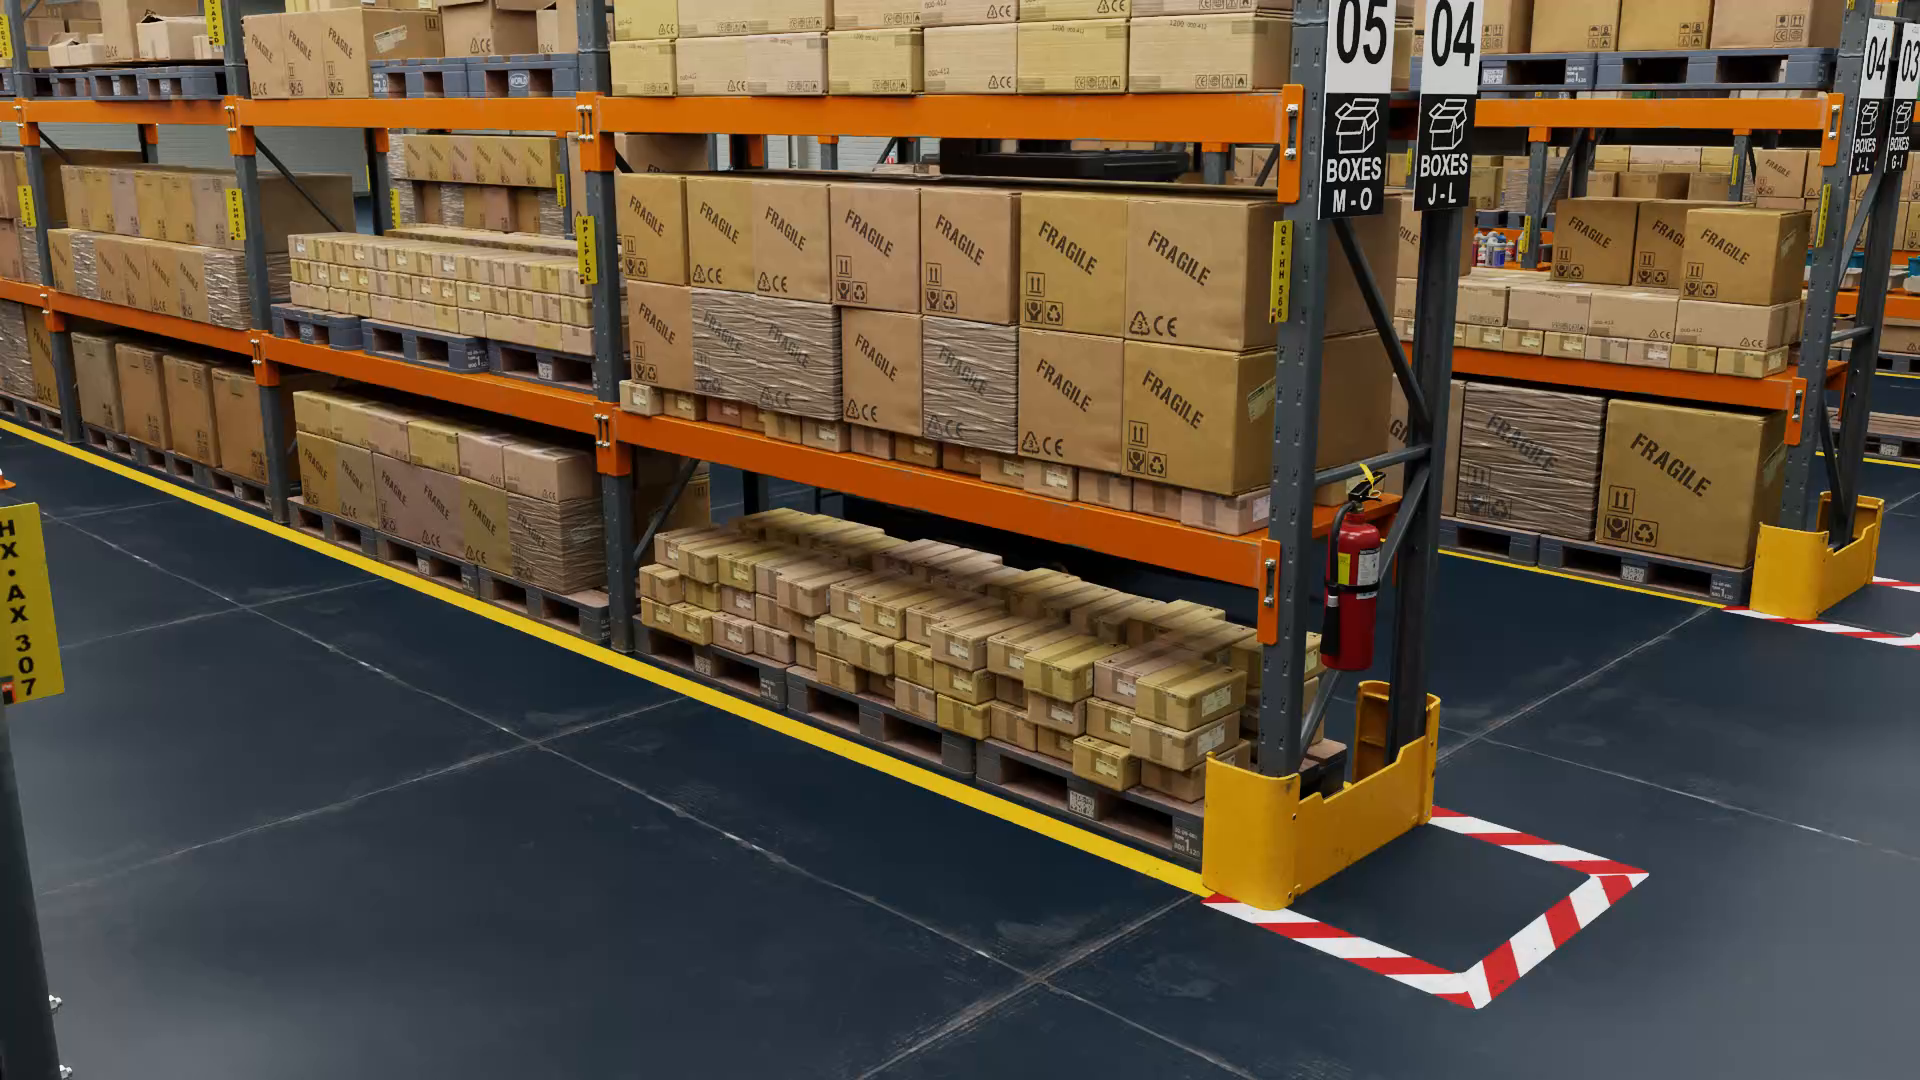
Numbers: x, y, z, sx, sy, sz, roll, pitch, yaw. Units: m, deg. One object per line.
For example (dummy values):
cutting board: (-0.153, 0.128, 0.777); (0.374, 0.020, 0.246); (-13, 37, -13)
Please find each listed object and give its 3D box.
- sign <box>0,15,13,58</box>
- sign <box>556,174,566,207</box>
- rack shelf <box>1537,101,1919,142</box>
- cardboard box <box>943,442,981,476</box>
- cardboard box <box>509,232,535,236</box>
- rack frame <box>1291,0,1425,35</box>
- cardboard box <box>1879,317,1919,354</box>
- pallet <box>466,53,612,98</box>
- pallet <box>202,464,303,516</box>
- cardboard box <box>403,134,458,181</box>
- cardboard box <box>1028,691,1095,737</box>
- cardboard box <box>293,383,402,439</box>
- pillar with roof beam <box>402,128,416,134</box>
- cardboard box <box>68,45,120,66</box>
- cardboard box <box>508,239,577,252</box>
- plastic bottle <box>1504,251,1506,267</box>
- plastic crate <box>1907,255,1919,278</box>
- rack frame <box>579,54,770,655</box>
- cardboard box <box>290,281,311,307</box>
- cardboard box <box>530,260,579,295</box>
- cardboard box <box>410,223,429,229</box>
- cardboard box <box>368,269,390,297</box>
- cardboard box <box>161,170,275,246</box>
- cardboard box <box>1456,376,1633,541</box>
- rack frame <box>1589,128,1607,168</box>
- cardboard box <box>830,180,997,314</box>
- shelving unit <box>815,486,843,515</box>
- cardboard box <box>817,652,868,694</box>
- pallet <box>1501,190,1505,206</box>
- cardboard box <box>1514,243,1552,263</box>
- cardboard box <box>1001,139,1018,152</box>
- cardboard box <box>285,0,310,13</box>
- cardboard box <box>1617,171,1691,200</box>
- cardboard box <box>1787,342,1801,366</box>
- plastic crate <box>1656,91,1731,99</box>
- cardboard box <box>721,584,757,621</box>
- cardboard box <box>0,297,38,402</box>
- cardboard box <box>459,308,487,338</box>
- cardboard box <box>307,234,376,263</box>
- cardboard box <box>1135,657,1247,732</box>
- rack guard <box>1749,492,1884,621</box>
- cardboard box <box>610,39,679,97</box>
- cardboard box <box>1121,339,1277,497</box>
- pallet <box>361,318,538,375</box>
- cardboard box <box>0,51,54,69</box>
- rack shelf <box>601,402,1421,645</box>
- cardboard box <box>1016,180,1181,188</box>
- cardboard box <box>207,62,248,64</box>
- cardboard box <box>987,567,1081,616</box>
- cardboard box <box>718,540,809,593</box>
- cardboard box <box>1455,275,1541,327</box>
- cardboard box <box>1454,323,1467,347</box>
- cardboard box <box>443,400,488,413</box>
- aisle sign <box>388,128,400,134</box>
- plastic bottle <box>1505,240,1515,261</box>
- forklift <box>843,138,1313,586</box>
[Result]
sign: (-7.580, -3.993, 13.175); (0.005, 0.325, 0.100); (14, 20, 42)
sign: (-4.052, -3.555, 16.911); (0.005, 0.325, 0.100); (14, 20, 42)
rack shelf: (6.956, -3.489, 13.850); (4.000, 0.370, 1.077); (14, 20, 42)
cardboard box: (0.145, -0.379, 6.937); (0.250, 0.149, 0.380); (13, 19, 40)
cardboard box: (-4.609, -3.223, 17.850); (0.250, 0.149, 0.380); (14, 20, 42)
rack frame: (1.442, -3.157, 5.200); (0.127, 3.000, 1.000); (14, 20, 42)
cardboard box: (10.313, -2.311, 17.930); (0.637, 0.503, 0.797); (14, 20, 42)
pallet: (-1.808, -2.442, 8.777); (1.003, 0.211, 1.213); (14, 20, 42)
pallet: (-4.832, -0.456, 12.263); (1.213, 0.211, 1.003); (14, 20, 42)
cardboard box: (-5.998, -4.378, 19.014); (0.500, 0.500, 0.500); (14, 20, 42)
cardboard box: (0.489, 0.648, 6.729); (0.250, 0.149, 0.380); (13, 19, 40)
cardboard box: (-3.988, -0.846, 10.865); (0.500, 0.250, 0.500); (13, 19, 40)
pillar with roof beam: (-19.726, -14.040, 46.969); (0.400, 9.000, 9.100); (14, 20, 42)
cardboard box: (-6.622, -3.709, 12.735); (0.380, 0.149, 0.250); (14, 20, 42)
cardboard box: (-2.530, -1.748, 10.178); (0.380, 0.149, 0.250); (-14, 20, -43)
plastic bottle: (5.081, -2.675, 15.645); (0.097, 0.201, 0.097); (0, 15, 0)
plastic crate: (7.972, -2.201, 13.645); (0.300, 0.233, 0.416); (14, 20, 42)
rack frame: (-1.437, -0.954, 8.643); (0.127, 3.000, 1.000); (14, 20, 42)
cardboard box: (-4.135, -1.620, 10.867); (0.250, 0.149, 0.380); (13, 20, 41)
cardboard box: (-2.056, -1.405, 8.860); (0.250, 0.149, 0.380); (13, 19, 41)
cardboard box: (-6.184, -3.628, 19.405); (0.250, 0.149, 0.380); (14, 20, 42)
cardboard box: (-3.357, -1.577, 10.111); (0.250, 0.149, 0.380); (14, 20, 42)
cardboard box: (-5.369, -2.444, 12.181); (0.500, 0.500, 0.700); (13, 20, 41)
cardboard box: (3.786, -0.568, 10.544); (0.875, 0.875, 0.875); (14, 20, 42)
rack frame: (9.511, -5.233, 25.066); (0.053, 2.616, 0.949); (14, 20, 42)
cardboard box: (-0.188, -1.235, 6.951); (0.500, 0.500, 0.500); (13, 19, 40)
shelving unit: (-0.679, -1.158, 11.214); (0.503, 2.100, 0.431); (12, 19, 39)
cardboard box: (-0.436, 0.564, 7.638); (0.250, 0.149, 0.380); (13, 19, 41)
pallet: (8.926, -5.246, 25.497); (1.003, 0.211, 1.213); (14, 20, 42)
cardboard box: (8.959, -4.353, 25.776); (0.500, 0.500, 0.700); (14, 20, 43)
cardboard box: (1.066, -6.226, 26.105); (0.500, 0.500, 0.700); (13, 19, 41)
cardboard box: (-3.846, -3.313, 10.032); (0.258, 0.266, 0.396); (14, 20, 42)
cardboard box: (8.232, -4.118, 19.755); (0.700, 0.500, 0.500); (-11, 18, -35)
cardboard box: (4.931, -1.137, 9.844); (0.250, 0.149, 0.380); (14, 20, 43)
plastic crate: (6.220, -3.856, 14.093); (0.590, 0.269, 0.497); (14, 20, 42)
cardboard box: (-0.954, 0.264, 8.200); (0.250, 0.149, 0.380); (14, 20, 42)
cardboard box: (-8.252, -1.809, 15.305); (0.875, 0.875, 0.875); (14, 20, 43)
cardboard box: (-2.611, -1.250, 9.445); (0.250, 0.149, 0.380); (13, 19, 40)
cardboard box: (-3.923, -1.861, 10.609); (0.250, 0.149, 0.380); (13, 19, 41)
cardboard box: (0.885, 0.588, 6.367); (0.250, 0.149, 0.380); (14, 20, 43)
rack guard: (4.975, 0.078, 9.643); (0.348, 0.500, 1.175); (14, 20, 42)
cardboard box: (-1.287, -2.204, 7.789); (0.500, 0.250, 0.500); (-13, 20, -41)
cardboard box: (0.940, -0.478, 6.029); (0.500, 0.500, 0.500); (-14, 20, -43)
pallet: (-2.863, -1.222, 10.053); (1.213, 0.211, 1.003); (14, 20, 42)
cardboard box: (-7.681, -3.941, 13.626); (0.250, 0.149, 0.380); (14, 20, 42)
rack shelf: (0.003, -0.255, 7.390); (4.000, 0.370, 1.077); (14, 20, 42)
cardboard box: (0.577, -1.239, 6.966); (0.500, 0.500, 0.500); (13, 20, 41)
cardboard box: (-5.046, -3.539, 11.881); (0.500, 0.250, 0.500); (-14, 20, -43)
cardboard box: (0.340, 0.255, 7.647); (0.250, 0.149, 0.380); (14, 20, 43)
cardboard box: (-0.960, 0.127, 8.137); (0.250, 0.149, 0.380); (13, 20, 41)
cardboard box: (3.316, -1.513, 10.495); (0.500, 0.250, 0.500); (14, 20, 42)
cardboard box: (3.184, -1.330, 10.586); (0.250, 0.149, 0.380); (13, 19, 41)
cardboard box: (-2.916, -0.760, 10.537); (0.500, 0.250, 0.500); (-14, 20, -43)
aisle sign: (-6.813, -5.151, 19.595); (0.004, 0.787, 0.394); (14, 20, 42)
plastic bottle: (5.356, -2.821, 16.203); (0.097, 0.201, 0.097); (0, 15, 0)
forklift: (0.676, -1.239, 10.000); (3.031, 2.867, 1.129); (12, 19, 39)
